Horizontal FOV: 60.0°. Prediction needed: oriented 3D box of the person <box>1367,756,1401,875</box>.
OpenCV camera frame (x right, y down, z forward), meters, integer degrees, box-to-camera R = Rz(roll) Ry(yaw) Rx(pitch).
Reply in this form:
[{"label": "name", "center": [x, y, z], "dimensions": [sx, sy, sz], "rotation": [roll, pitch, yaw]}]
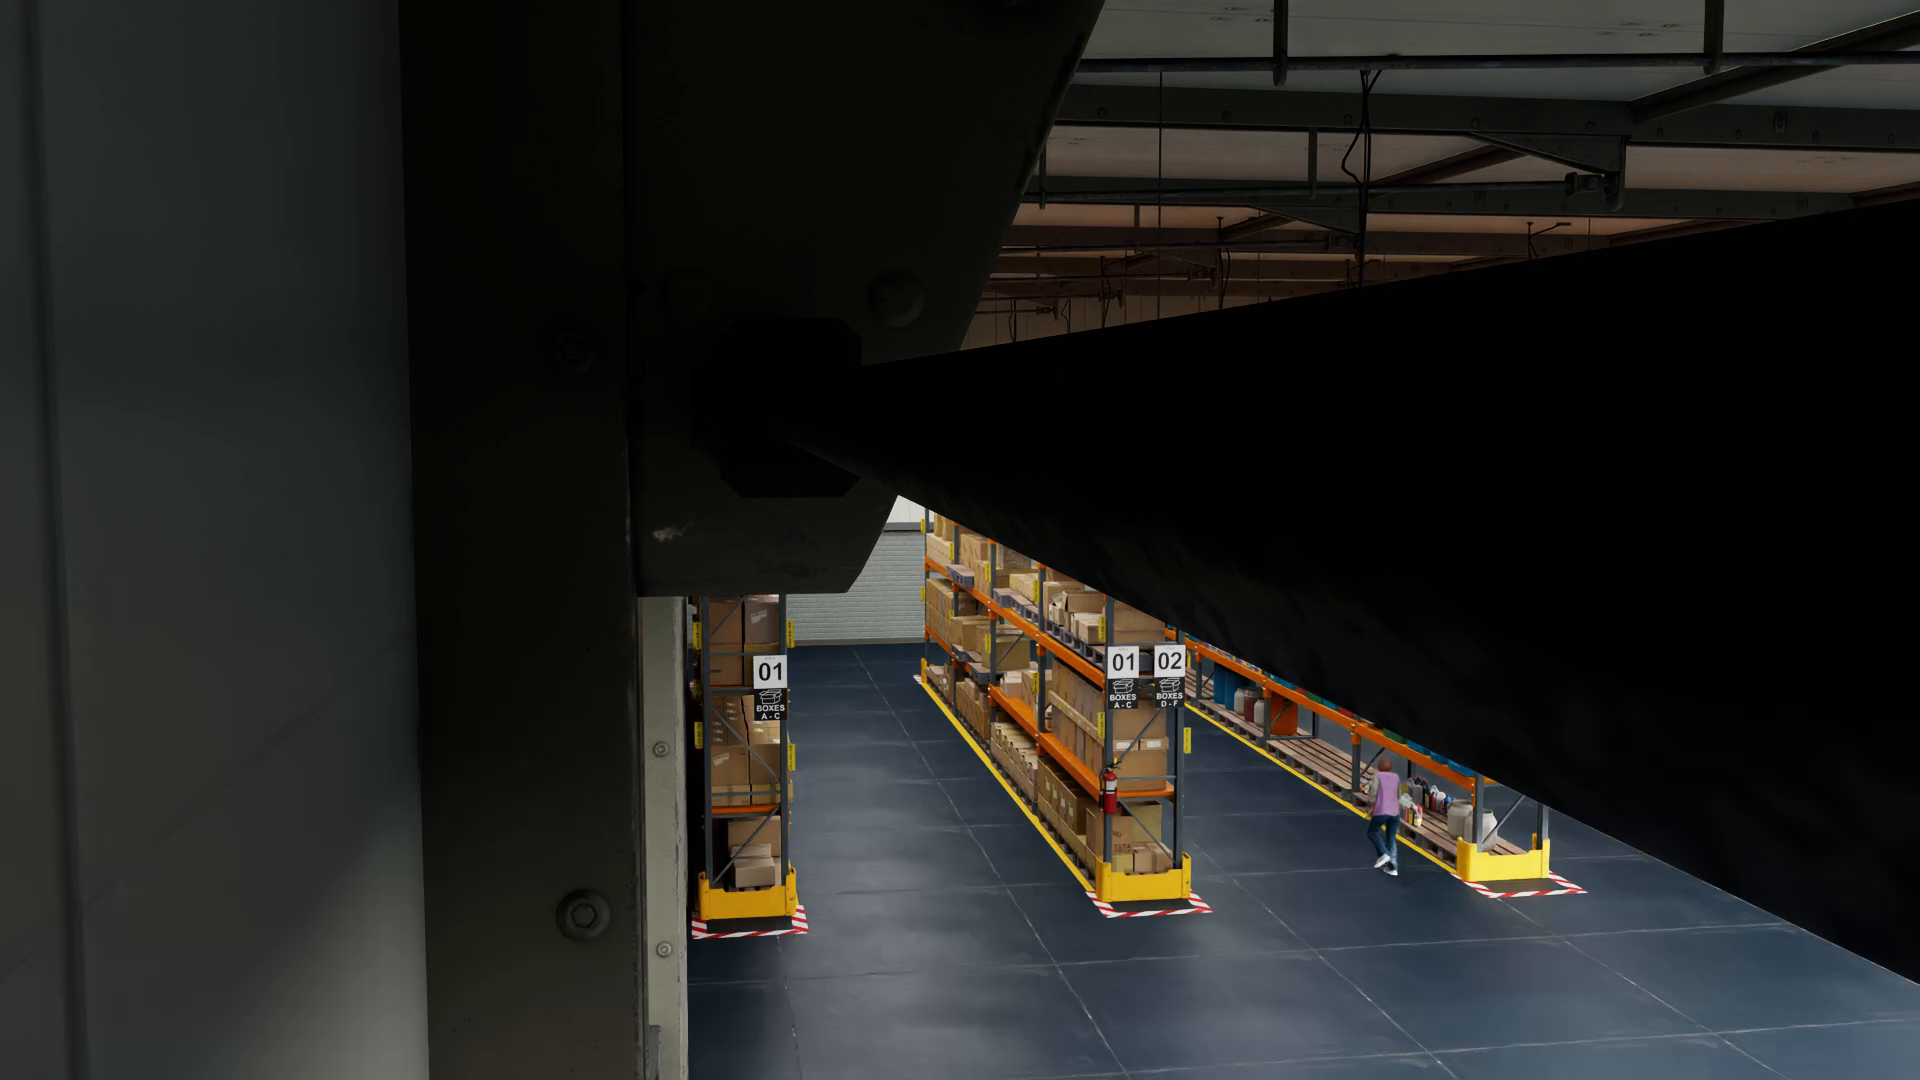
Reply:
[{"label": "person", "center": [5.650, 3.642, 22.148], "dimensions": [0.522, 1.497, 0.754], "rotation": [-1, 5, -6]}]
